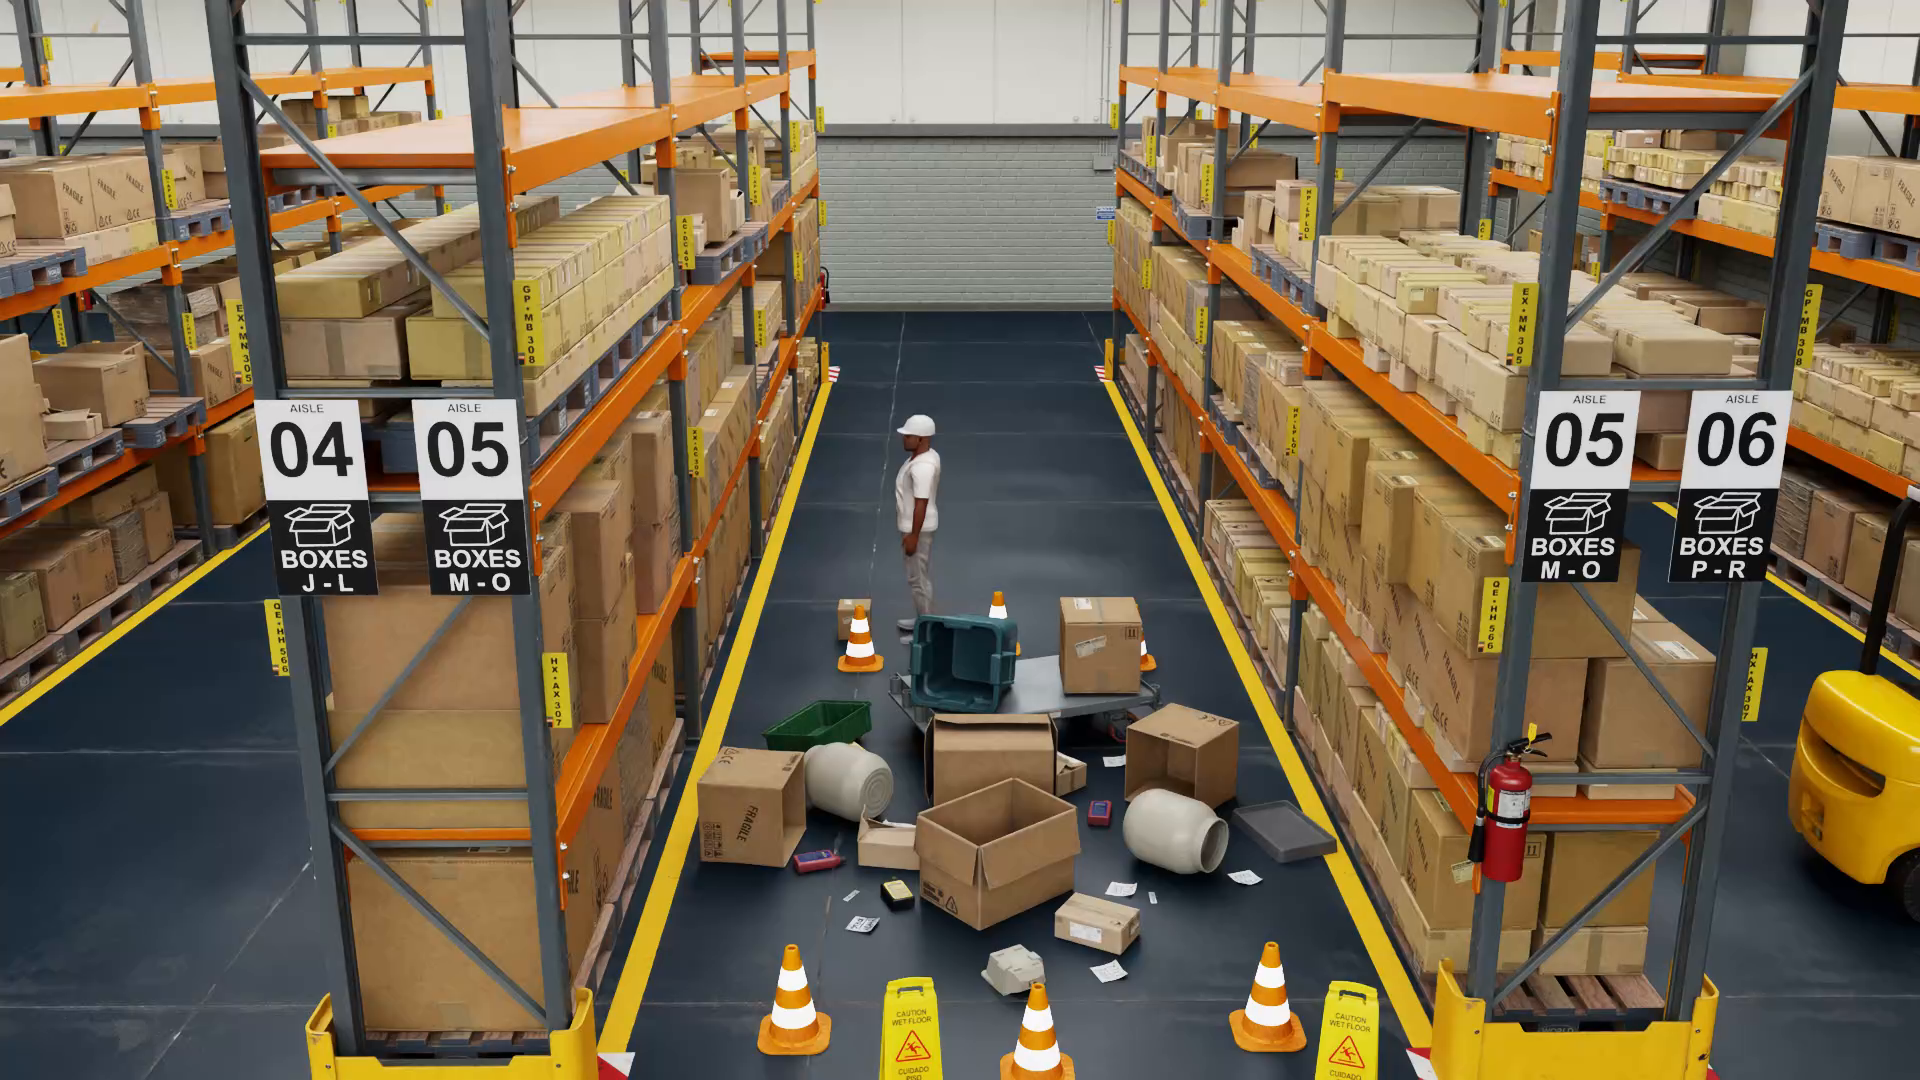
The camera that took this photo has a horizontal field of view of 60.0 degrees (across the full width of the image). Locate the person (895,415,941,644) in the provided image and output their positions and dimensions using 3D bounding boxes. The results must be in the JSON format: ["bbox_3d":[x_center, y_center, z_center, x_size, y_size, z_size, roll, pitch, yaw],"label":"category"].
[{"bbox_3d":[-0.327,-0.091,12.828,0.354,1.777,0.563,0,17,1],"label":"person"}]
